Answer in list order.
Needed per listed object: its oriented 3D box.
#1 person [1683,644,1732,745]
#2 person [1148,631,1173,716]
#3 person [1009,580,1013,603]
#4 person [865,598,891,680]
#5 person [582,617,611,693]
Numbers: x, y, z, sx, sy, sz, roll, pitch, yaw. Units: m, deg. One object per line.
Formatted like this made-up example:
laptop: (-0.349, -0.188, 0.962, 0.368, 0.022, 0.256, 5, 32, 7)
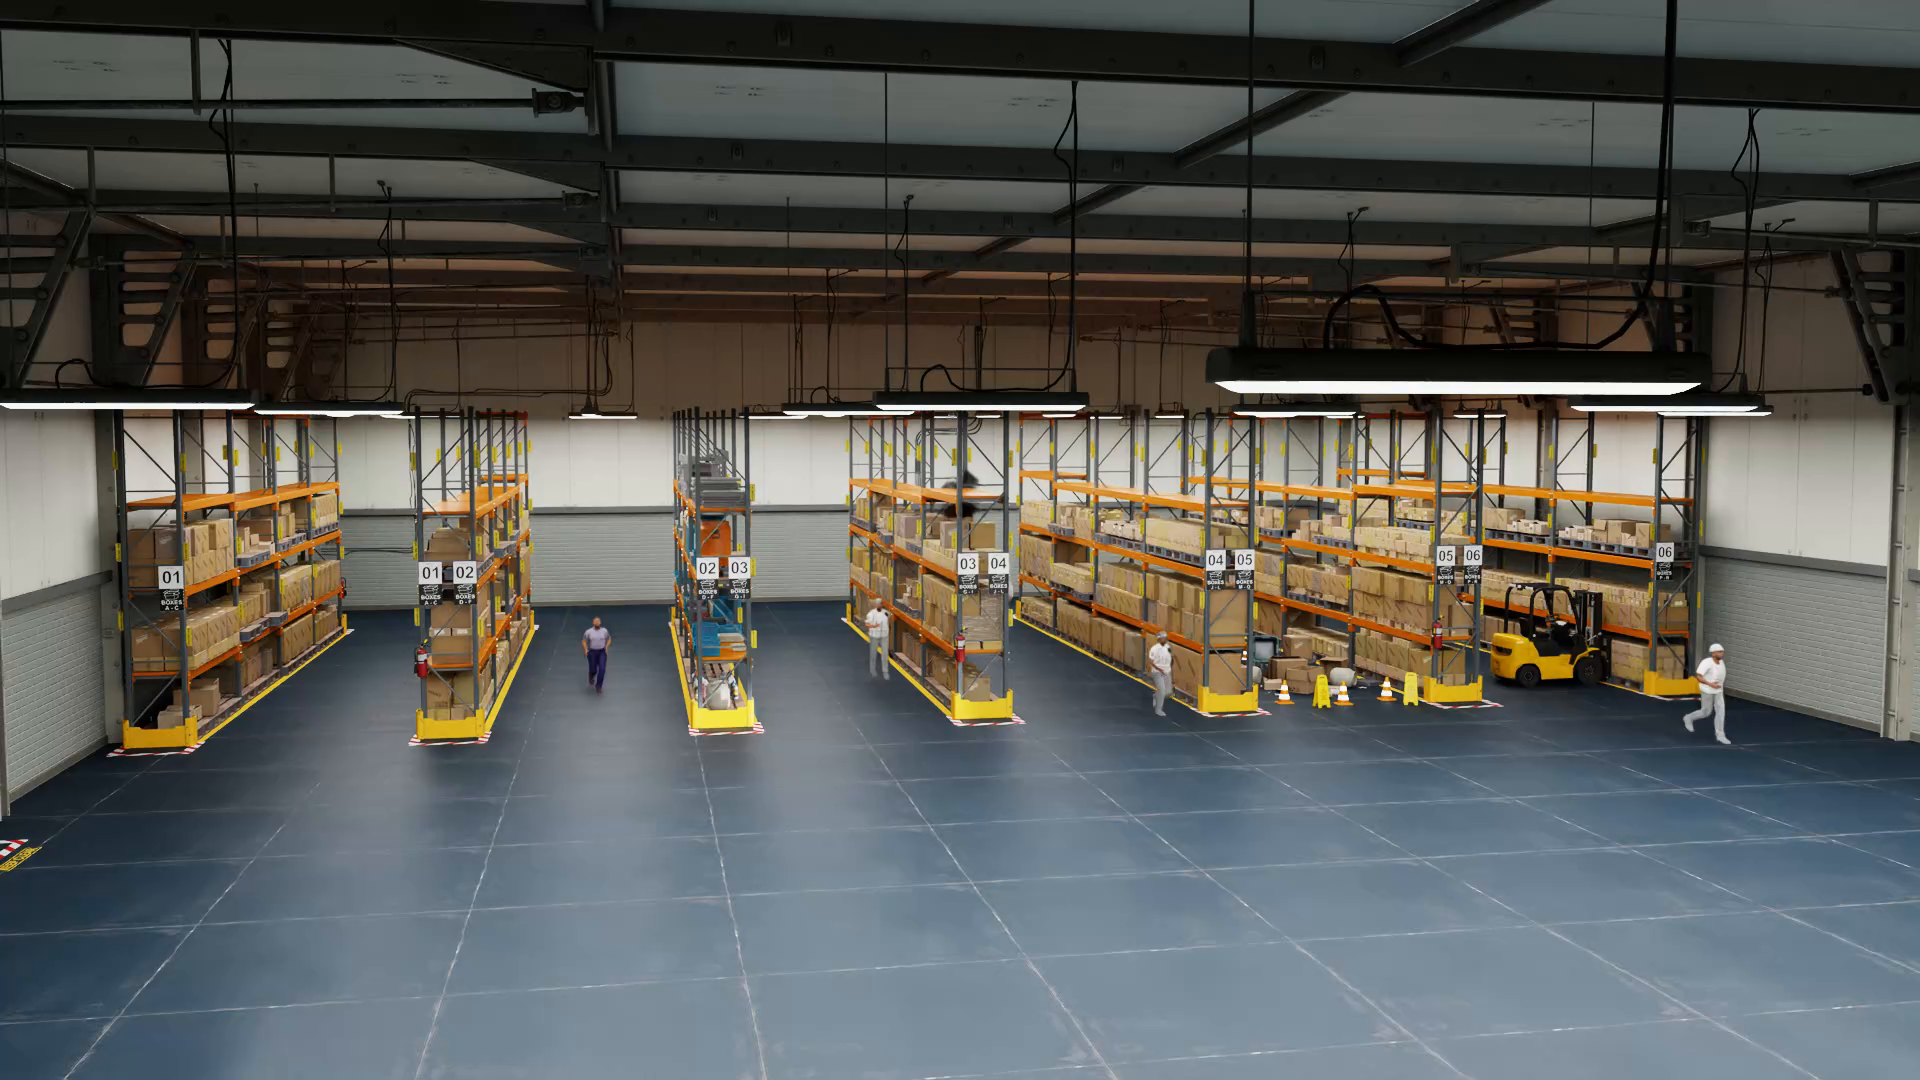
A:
person: (13.456, 2.726, 29.850, 0.711, 1.756, 0.998, -2, 5, -29)
person: (3.936, 2.591, 32.544, 0.615, 1.662, 0.590, -3, 5, -33)
person: (1.085, 1.705, 45.023, 0.739, 1.660, 0.701, 0, 4, -4)
person: (-1.726, 2.082, 35.361, 0.604, 1.700, 0.836, -1, 4, -16)
person: (-7.714, 2.426, 35.319, 0.596, 1.609, 0.575, -1, 4, -20)
